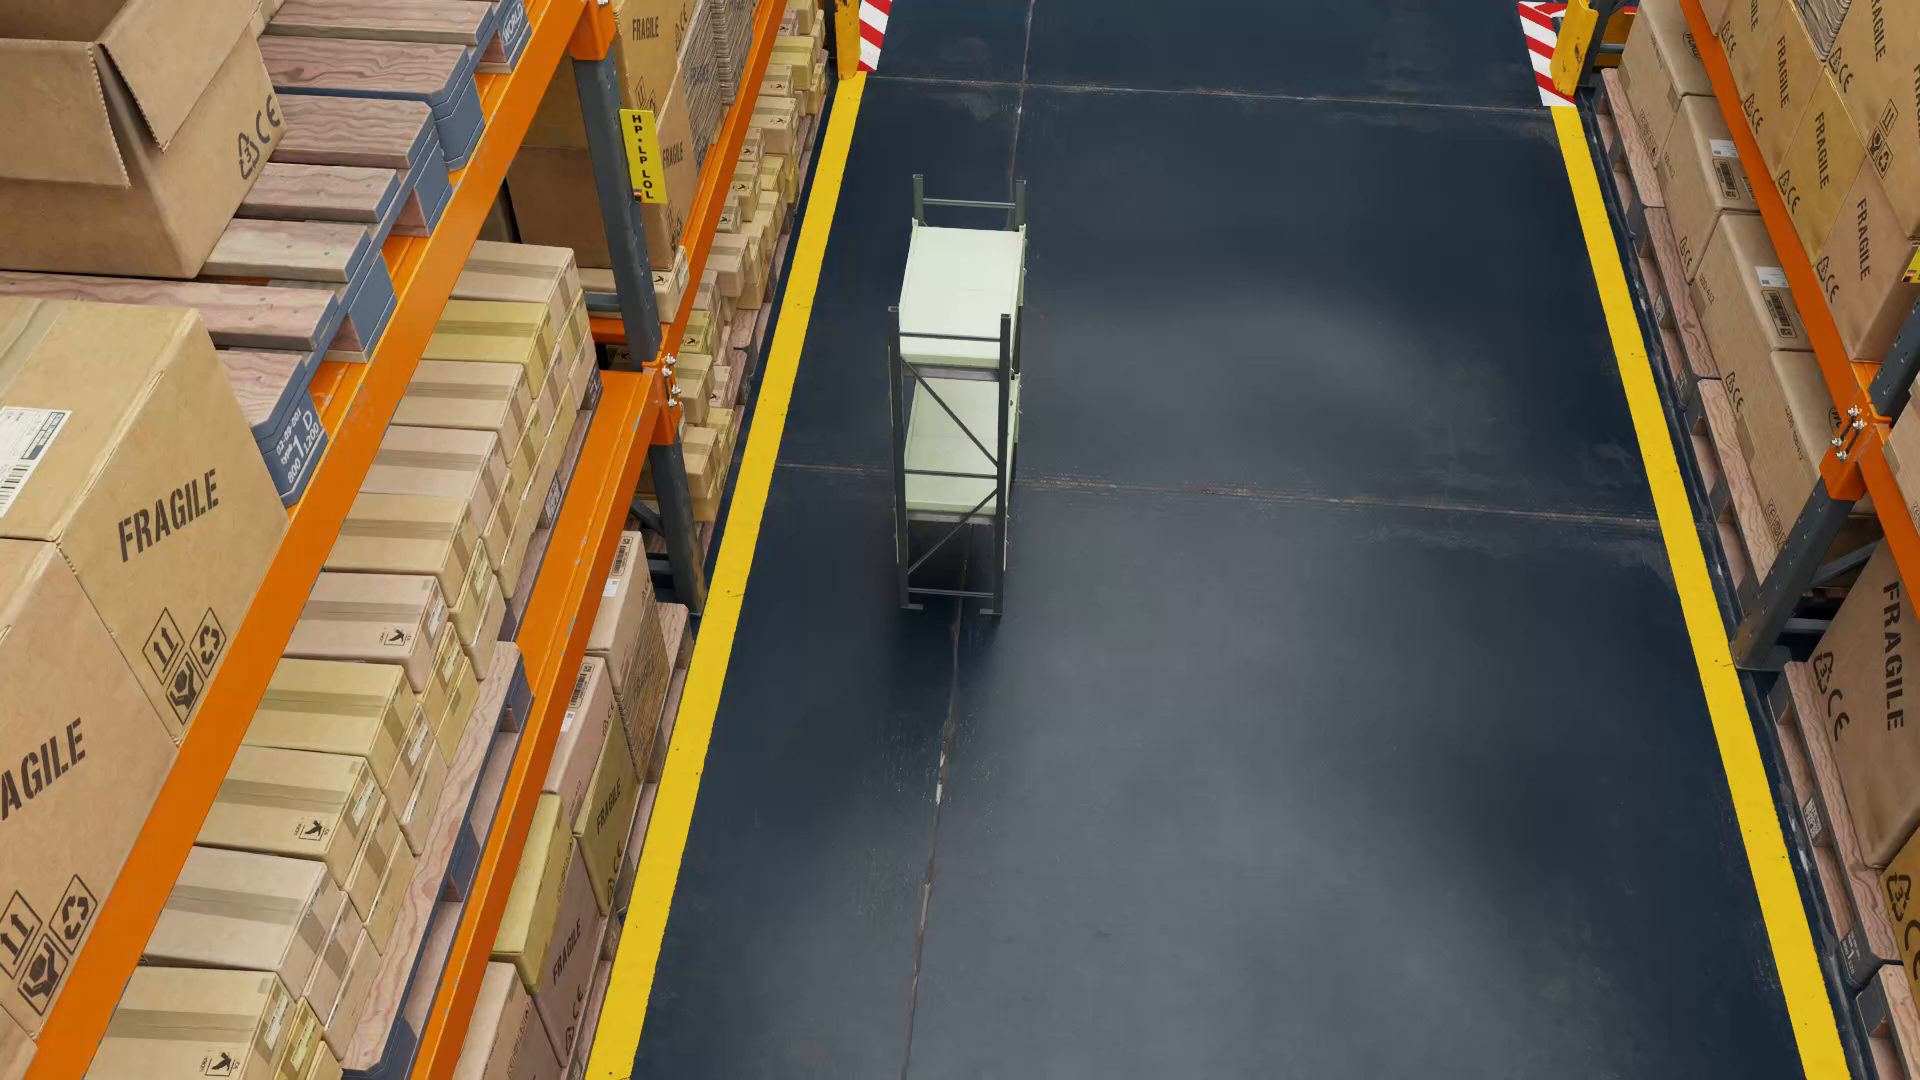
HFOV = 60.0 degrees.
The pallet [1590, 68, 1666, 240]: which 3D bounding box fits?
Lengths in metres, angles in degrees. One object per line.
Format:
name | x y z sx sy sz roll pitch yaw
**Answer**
pallet | 3.809 -1.936 8.378 1.003 0.211 1.213 4 48 4

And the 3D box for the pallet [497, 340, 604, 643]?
pallet | -1.714 -0.173 5.005 1.003 0.211 1.213 4 48 4

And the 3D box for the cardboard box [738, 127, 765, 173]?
cardboard box | -1.098 -1.750 7.562 0.380 0.149 0.250 2 48 2

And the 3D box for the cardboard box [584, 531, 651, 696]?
cardboard box | -1.316 0.224 5.414 0.500 0.250 0.500 3 48 2

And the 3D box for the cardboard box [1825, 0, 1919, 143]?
cardboard box | 3.262 -1.639 5.471 0.500 0.500 0.500 3 48 3

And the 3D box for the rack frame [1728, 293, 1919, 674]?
rack frame | 3.439 -0.531 5.203 1.000 3.000 0.127 4 48 4

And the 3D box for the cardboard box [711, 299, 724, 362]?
cardboard box | -1.200 -0.886 6.973 0.380 0.149 0.250 2 48 2

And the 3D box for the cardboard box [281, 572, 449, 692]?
cardboard box | -1.461 0.219 4.000 0.380 0.149 0.250 2 48 2

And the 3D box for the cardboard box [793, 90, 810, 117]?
cardboard box | -0.944 -2.220 8.193 0.380 0.149 0.250 2 48 2

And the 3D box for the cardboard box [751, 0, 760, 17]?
cardboard box | -1.064 -2.398 6.641 0.500 0.500 0.500 6 48 5

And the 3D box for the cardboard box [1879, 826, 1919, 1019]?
cardboard box | 3.388 1.170 4.802 0.875 0.875 0.875 5 48 5

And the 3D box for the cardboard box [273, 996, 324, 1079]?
cardboard box | -1.554 1.070 3.423 0.380 0.149 0.250 4 48 4

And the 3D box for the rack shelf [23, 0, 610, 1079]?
rack shelf | -1.682 -0.089 3.253 1.077 0.370 4.000 4 48 4

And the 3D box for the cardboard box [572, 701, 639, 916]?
cardboard box | -1.363 0.850 5.349 0.500 0.500 0.500 3 48 3

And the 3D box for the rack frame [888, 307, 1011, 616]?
rack frame | -0.034 -0.232 5.946 0.400 1.500 0.023 4 48 4

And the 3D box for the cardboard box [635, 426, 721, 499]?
cardboard box | -1.148 -0.314 6.450 0.380 0.149 0.250 6 48 5

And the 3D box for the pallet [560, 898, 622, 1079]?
pallet | -1.678 1.623 5.122 1.003 0.211 1.213 4 48 4

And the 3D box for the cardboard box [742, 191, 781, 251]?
cardboard box | -1.018 -1.447 7.486 0.380 0.149 0.250 4 48 4

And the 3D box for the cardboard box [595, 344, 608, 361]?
cardboard box | -1.648 -0.897 6.984 0.380 0.149 0.250 4 48 4

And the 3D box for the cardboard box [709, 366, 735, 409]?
cardboard box | -1.151 -0.596 6.910 0.380 0.149 0.250 4 48 3

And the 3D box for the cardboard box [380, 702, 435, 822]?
cardboard box | -1.483 0.506 3.938 0.380 0.149 0.250 5 48 5

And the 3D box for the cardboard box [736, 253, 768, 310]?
cardboard box | -1.068 -1.171 7.436 0.380 0.149 0.250 3 48 2

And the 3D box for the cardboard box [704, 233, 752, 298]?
cardboard box | -1.098 -1.171 7.033 0.380 0.149 0.250 5 48 4

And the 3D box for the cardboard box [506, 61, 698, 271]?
cardboard box | -1.203 -1.270 5.610 0.500 0.500 0.500 3 48 3

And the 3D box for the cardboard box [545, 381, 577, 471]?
cardboard box | -1.361 -0.350 4.923 0.380 0.149 0.250 4 48 4

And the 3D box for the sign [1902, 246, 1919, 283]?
sign | 2.886 -0.886 4.887 0.100 0.325 0.005 4 48 4

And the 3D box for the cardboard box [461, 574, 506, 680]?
cardboard box | -1.429 0.222 4.400 0.380 0.149 0.250 2 48 2

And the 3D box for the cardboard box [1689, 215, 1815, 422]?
cardboard box | 3.684 -0.920 7.010 0.875 0.438 0.875 3 48 2

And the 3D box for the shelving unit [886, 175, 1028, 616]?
shelving unit | -0.001 -0.501 6.192 0.431 1.500 0.755 4 48 4

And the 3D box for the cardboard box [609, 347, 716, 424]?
cardboard box | -1.178 -0.607 6.517 0.380 0.149 0.250 6 48 5

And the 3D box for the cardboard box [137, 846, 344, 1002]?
cardboard box | -1.533 0.795 3.473 0.380 0.149 0.250 6 48 5

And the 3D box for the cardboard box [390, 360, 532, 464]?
cardboard box | -1.391 -0.352 4.521 0.380 0.149 0.250 2 48 2

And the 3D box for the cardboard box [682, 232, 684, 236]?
cardboard box | -1.198 -1.085 5.880 0.380 0.149 0.250 5 48 5

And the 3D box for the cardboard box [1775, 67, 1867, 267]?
cardboard box | 3.268 -1.301 5.839 0.500 0.500 0.500 3 48 3

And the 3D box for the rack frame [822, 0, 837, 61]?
rack frame | -1.135 -3.729 8.127 1.000 3.000 0.127 4 48 4

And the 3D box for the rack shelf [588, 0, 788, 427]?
rack shelf | -1.317 -2.016 7.049 1.077 0.370 4.000 4 48 4

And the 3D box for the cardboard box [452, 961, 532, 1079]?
cardboard box | -1.456 1.373 4.363 0.500 0.250 0.500 4 48 4

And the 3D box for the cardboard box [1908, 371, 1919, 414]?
cardboard box | 3.118 -0.344 4.795 0.500 0.250 0.500 3 48 2

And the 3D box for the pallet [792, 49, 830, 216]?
pallet | -1.251 -2.137 8.561 1.003 0.211 1.213 4 48 4

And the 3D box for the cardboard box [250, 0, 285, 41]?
cardboard box | -1.789 -1.281 3.632 0.500 0.311 0.500 3 48 3

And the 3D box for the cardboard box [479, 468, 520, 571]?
cardboard box | -1.408 -0.064 4.460 0.380 0.149 0.250 2 48 2

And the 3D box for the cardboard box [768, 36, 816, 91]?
cardboard box | -0.908 -2.323 8.086 0.380 0.149 0.250 3 48 3

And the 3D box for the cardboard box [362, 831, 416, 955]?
cardboard box | -1.503 0.804 3.868 0.380 0.149 0.250 4 48 4

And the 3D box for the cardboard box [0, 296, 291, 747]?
cardboard box | -1.468 -0.033 2.647 0.500 0.500 0.500 4 48 4

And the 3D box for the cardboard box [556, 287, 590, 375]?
cardboard box | -1.339 -0.641 4.987 0.380 0.149 0.250 5 48 5

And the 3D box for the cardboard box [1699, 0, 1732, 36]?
cardboard box | 3.391 -2.424 6.867 0.500 0.500 0.500 4 48 3

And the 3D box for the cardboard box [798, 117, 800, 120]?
cardboard box | -1.008 -2.123 8.307 0.380 0.149 0.250 4 48 3
